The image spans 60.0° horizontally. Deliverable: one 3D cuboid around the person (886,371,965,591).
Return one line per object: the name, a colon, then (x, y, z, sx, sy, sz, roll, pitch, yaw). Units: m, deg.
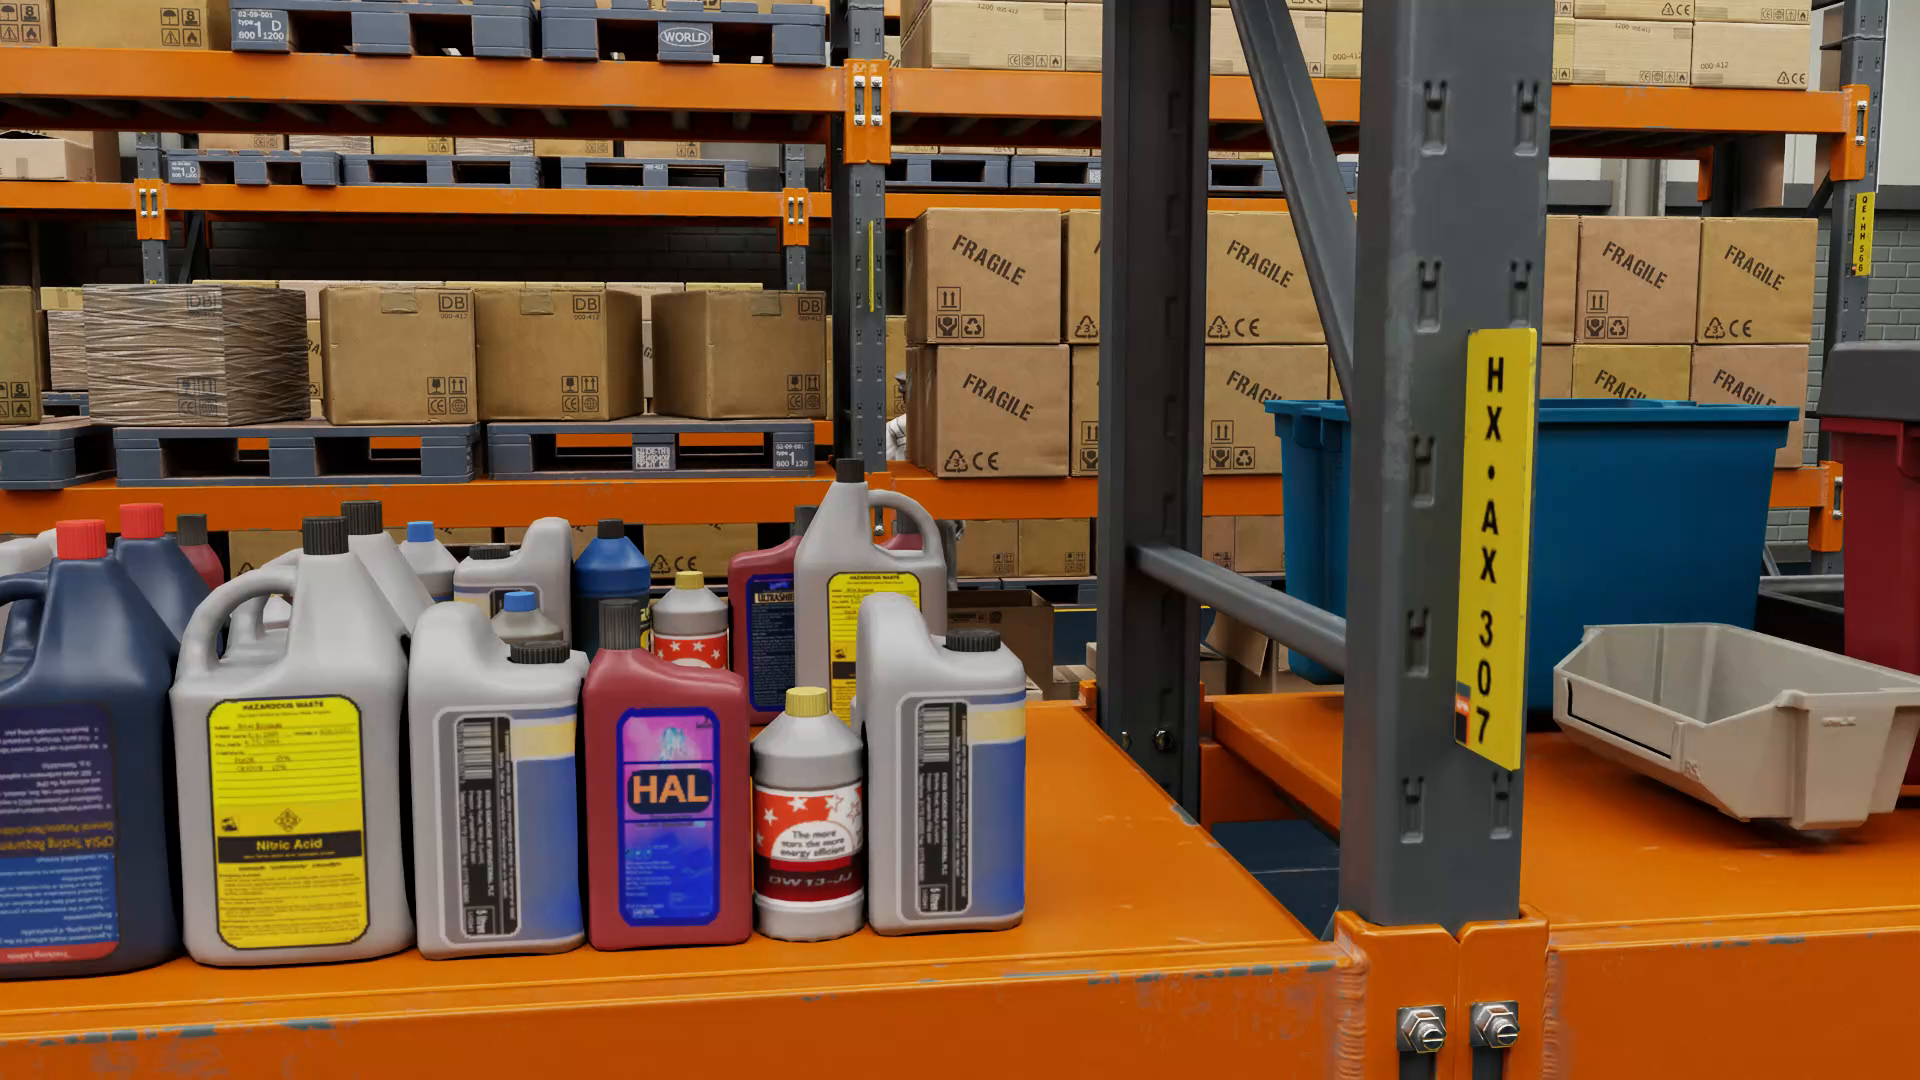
person: (-0.217, -0.121, 9.360, 0.543, 1.666, 0.372, -1, 7, -11)
